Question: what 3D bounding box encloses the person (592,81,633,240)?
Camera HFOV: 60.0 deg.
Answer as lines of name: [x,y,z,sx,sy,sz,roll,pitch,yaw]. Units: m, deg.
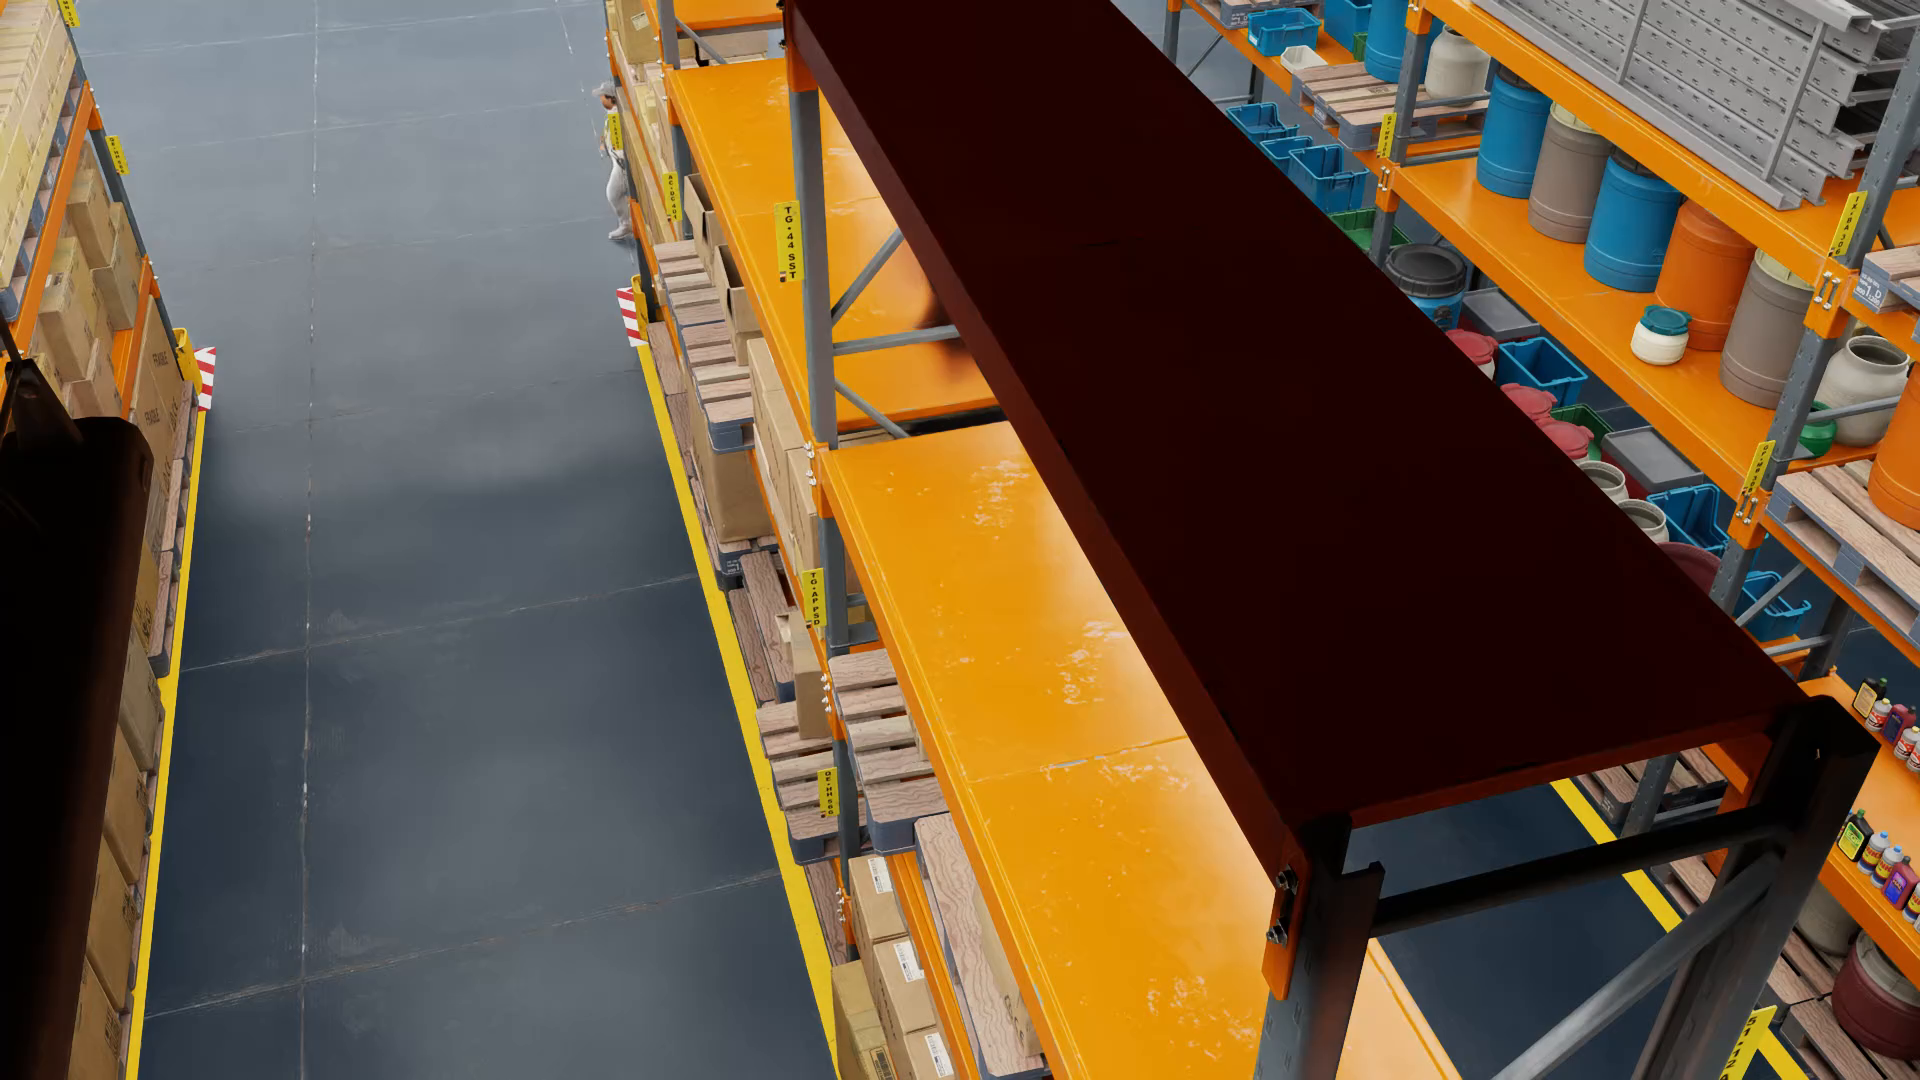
person: [-3.104,-3.671,16.143,0.813,1.632,0.572,5,39,6]
